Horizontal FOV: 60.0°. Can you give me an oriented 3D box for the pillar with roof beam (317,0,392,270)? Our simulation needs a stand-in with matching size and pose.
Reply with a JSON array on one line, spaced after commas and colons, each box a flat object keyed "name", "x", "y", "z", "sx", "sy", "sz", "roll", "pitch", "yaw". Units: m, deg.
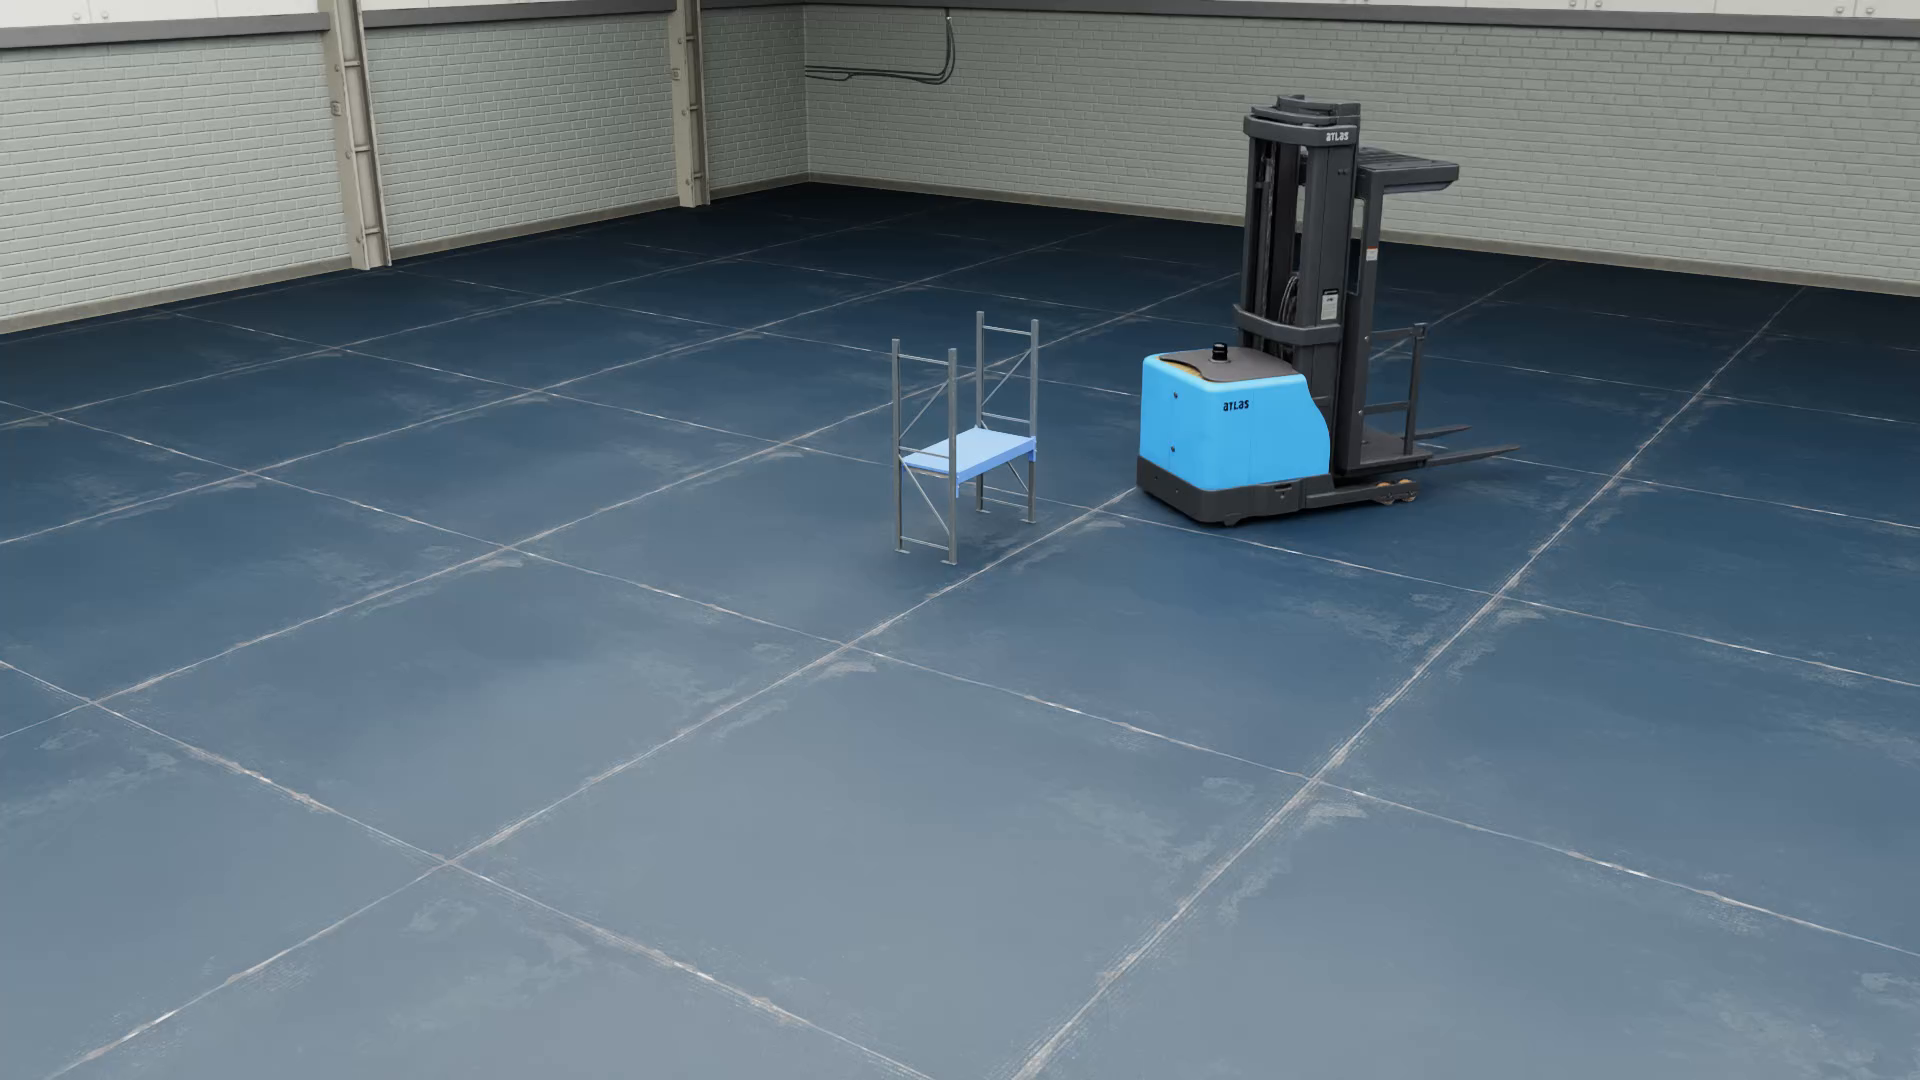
[{"name": "pillar with roof beam", "x": -3.939, "y": -6.868, "z": 17.362, "sx": 9.100, "sy": 9.000, "sz": 0.400, "roll": 13, "pitch": 24, "yaw": 32}]

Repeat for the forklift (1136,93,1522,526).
[{"name": "forklift", "x": 2.913, "y": -1.795, "z": 12.394, "sx": 3.031, "sy": 2.935, "sz": 1.130, "roll": -9, "pitch": 22, "yaw": -22}]

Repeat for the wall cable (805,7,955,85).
[{"name": "wall cable", "x": -1.377, "y": -8.561, "z": 26.413, "sx": 3.097, "sy": 2.526, "sz": 0.112, "roll": 13, "pitch": 24, "yaw": 32}]

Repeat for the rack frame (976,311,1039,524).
[{"name": "rack frame", "x": 0.334, "y": -0.874, "z": 11.965, "sx": 0.500, "sy": 1.500, "sz": 0.032, "roll": 13, "pitch": 24, "yaw": 32}]

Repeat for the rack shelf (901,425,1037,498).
[{"name": "rack shelf", "x": 0.048, "y": -0.559, "z": 11.633, "sx": 0.538, "sy": 0.185, "sz": 1.000, "roll": 13, "pitch": 24, "yaw": 32}]

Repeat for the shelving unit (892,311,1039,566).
[{"name": "shelving unit", "x": 0.048, "y": -0.728, "z": 11.571, "sx": 0.538, "sy": 1.500, "sz": 1.048, "roll": 13, "pitch": 24, "yaw": 32}]

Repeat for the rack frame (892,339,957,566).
[{"name": "rack frame", "x": -0.238, "y": -0.582, "z": 11.177, "sx": 0.500, "sy": 1.500, "sz": 0.032, "roll": 13, "pitch": 24, "yaw": 32}]

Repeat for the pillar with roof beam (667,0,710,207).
[{"name": "pillar with roof beam", "x": -0.566, "y": -8.590, "z": 22.016, "sx": 9.100, "sy": 9.000, "sz": 0.400, "roll": 13, "pitch": 24, "yaw": 32}]
